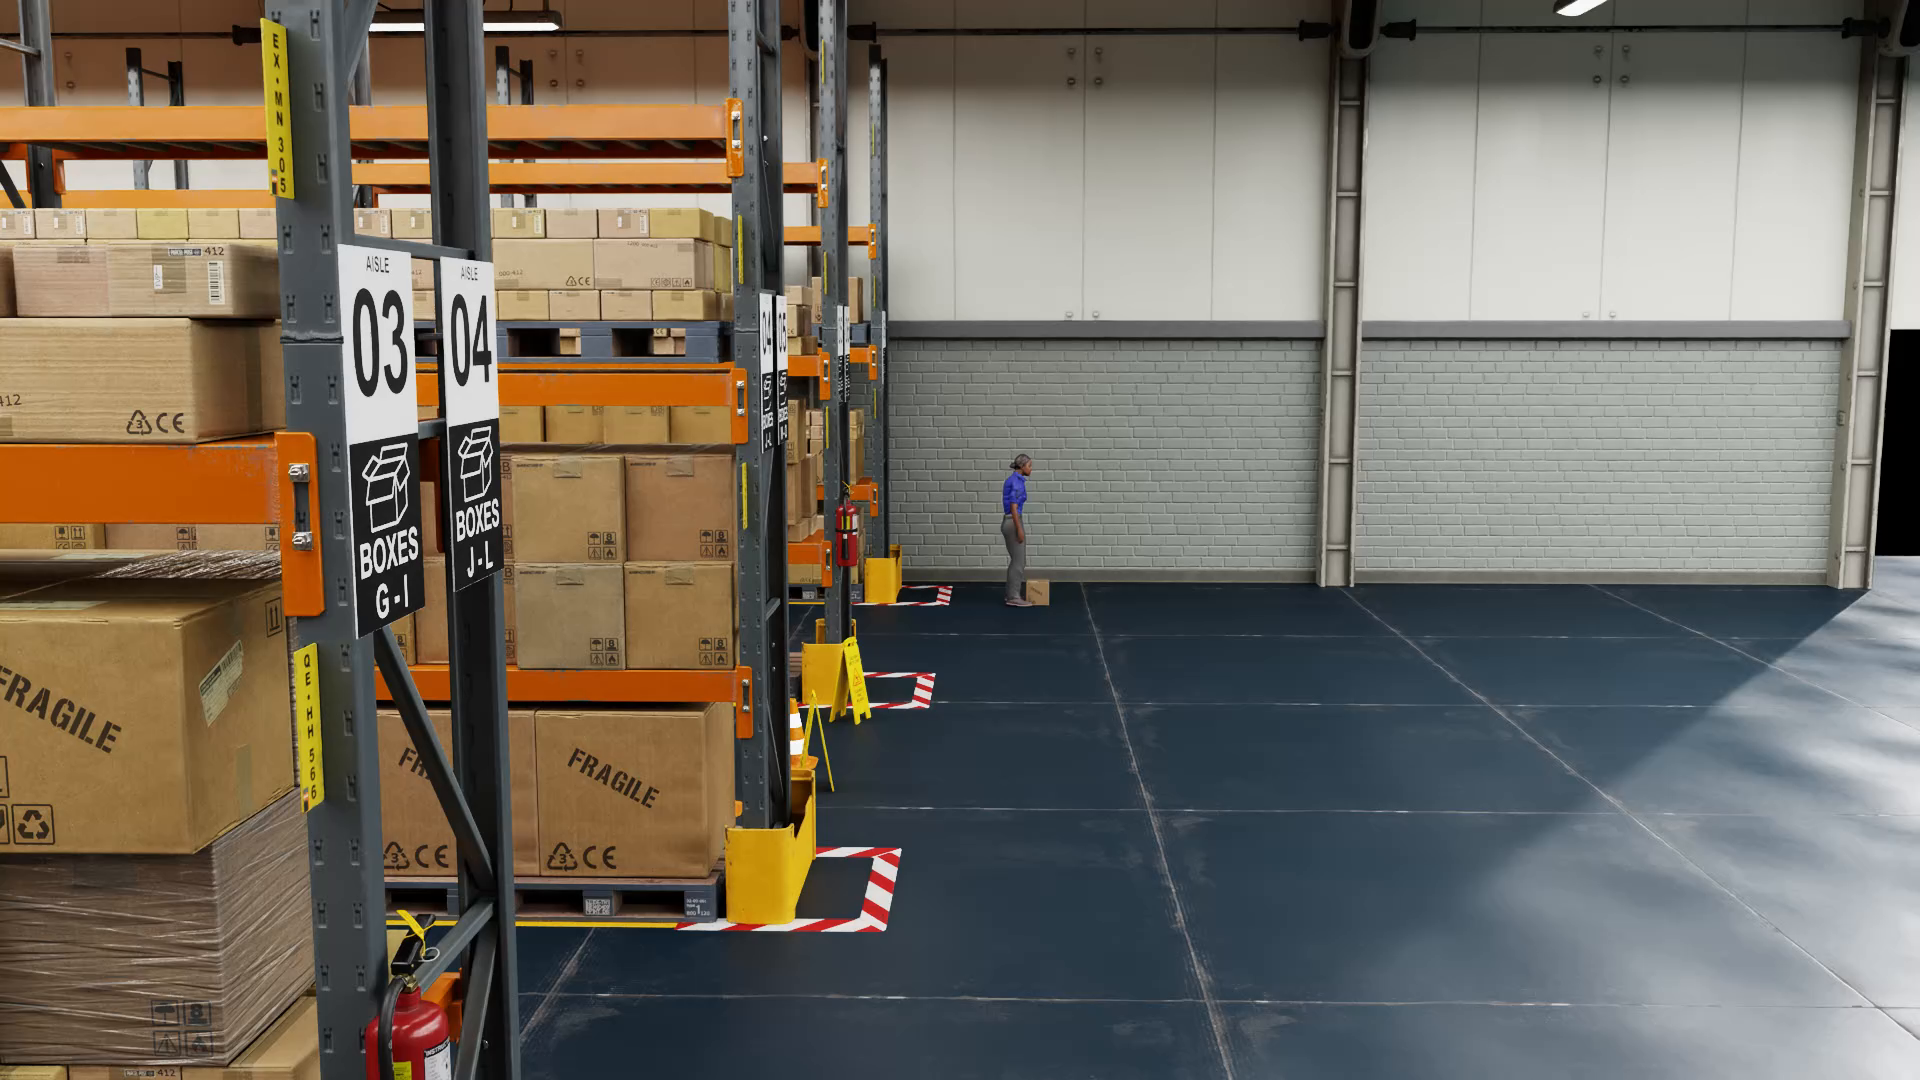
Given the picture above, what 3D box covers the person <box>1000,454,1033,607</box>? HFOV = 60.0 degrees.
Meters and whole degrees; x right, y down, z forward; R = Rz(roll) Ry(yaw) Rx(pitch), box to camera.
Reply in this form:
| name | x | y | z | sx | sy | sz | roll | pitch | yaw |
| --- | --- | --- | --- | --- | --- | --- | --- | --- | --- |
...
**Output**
| name | x | y | z | sx | sy | sz | roll | pitch | yaw |
| --- | --- | --- | --- | --- | --- | --- | --- | --- | --- |
| person | 0.621 | -0.119 | 18.224 | 0.350 | 1.653 | 0.527 | 0 | 7 | -2 |
